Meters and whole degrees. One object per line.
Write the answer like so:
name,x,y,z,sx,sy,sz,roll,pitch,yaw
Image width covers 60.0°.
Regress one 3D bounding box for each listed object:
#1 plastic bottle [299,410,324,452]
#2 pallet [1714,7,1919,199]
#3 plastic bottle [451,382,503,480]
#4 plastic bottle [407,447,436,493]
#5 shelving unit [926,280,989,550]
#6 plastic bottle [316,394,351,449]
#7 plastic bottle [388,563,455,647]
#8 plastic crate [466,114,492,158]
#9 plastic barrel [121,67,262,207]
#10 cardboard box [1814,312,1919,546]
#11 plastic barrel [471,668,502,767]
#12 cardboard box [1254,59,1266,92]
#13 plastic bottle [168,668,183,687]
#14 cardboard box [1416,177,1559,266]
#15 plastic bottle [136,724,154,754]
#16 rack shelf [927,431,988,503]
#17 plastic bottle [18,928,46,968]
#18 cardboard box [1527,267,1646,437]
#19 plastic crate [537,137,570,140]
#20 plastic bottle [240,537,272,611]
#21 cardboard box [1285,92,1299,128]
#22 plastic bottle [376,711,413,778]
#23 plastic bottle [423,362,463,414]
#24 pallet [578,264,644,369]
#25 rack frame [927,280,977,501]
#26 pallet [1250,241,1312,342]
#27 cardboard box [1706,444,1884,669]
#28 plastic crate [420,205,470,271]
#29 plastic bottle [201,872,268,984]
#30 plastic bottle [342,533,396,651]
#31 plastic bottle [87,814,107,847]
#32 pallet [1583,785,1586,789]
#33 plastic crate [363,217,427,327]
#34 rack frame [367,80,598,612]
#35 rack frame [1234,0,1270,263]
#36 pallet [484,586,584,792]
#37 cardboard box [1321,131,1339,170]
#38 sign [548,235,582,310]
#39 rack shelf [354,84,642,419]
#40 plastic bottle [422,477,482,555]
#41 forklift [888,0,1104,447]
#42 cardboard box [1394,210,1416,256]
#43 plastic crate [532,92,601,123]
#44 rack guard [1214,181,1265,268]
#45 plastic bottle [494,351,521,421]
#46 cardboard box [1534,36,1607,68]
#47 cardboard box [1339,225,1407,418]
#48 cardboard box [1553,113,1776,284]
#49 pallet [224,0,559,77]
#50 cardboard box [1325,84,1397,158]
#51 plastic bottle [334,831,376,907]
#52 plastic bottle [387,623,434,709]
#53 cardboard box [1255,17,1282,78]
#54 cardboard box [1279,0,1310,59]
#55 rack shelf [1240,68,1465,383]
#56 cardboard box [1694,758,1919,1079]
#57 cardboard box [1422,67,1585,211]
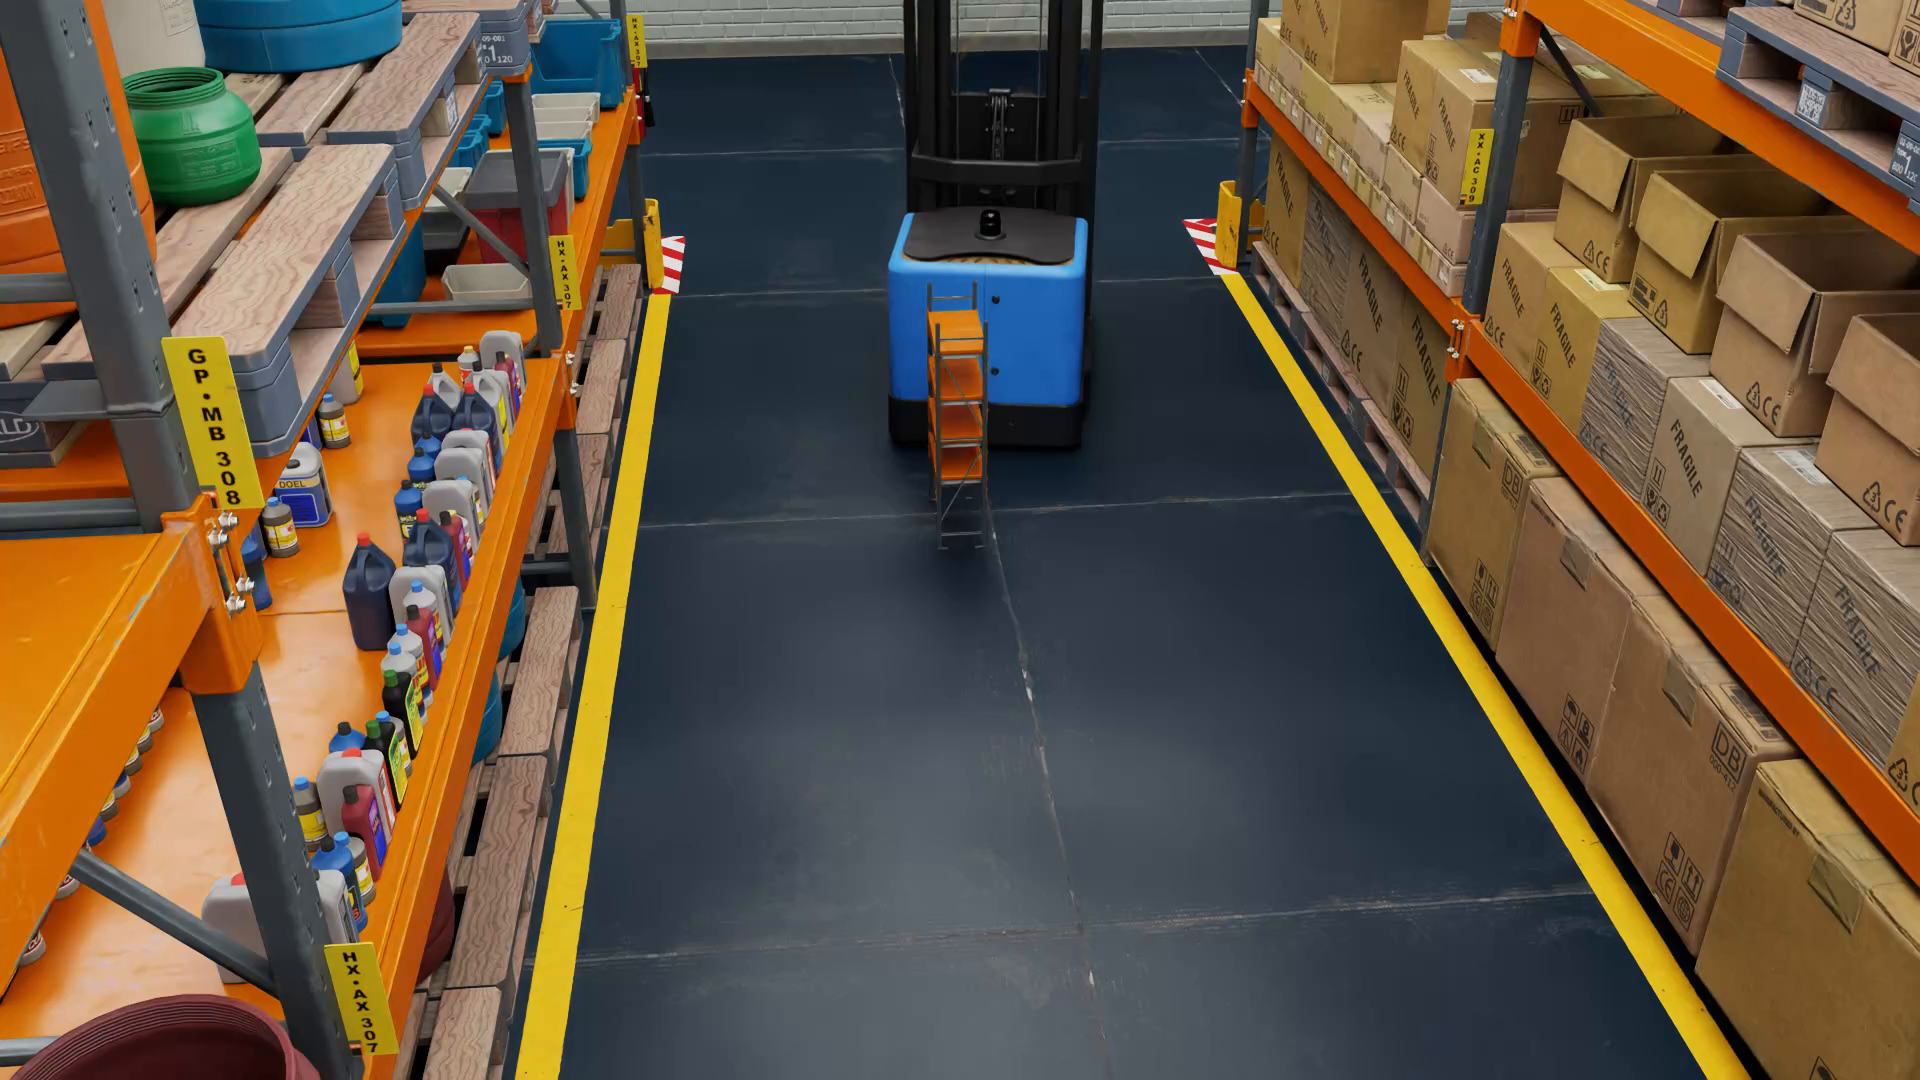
plastic bottle,-2.491,-0.470,6.233,0.152,0.276,0.135,-3,31,-5
pallet,2.896,-1.263,4.699,1.003,0.211,1.213,-1,31,-2
plastic bottle,-1.760,-0.396,6.035,0.144,0.351,0.185,-3,31,-5
plastic bottle,-1.859,-0.196,5.778,0.097,0.271,0.097,0,31,0
shelving unit,-0.015,-0.600,8.084,0.258,1.200,0.503,-3,31,-5
plastic bottle,-2.368,-0.453,6.278,0.097,0.201,0.097,0,31,0
plastic bottle,-1.663,0.186,5.134,0.152,0.276,0.135,-3,31,-5
plastic crate,-2.744,-2.147,9.024,0.416,0.233,0.300,-3,31,-5
plastic barrel,-1.685,-0.876,3.608,0.294,0.245,0.294,0,31,0
cardboard box,3.006,-0.340,4.819,0.797,0.503,0.637,-2,31,-3
plastic barrel,-2.089,0.396,6.299,0.600,0.901,0.708,-3,31,-5
cardboard box,2.073,-2.939,10.491,0.380,0.149,0.250,-2,31,-4
plastic bottle,-2.358,0.246,4.961,0.144,0.351,0.185,-3,31,-5
cardboard box,2.440,-1.478,7.656,0.500,0.250,0.500,-3,31,-6
plastic bottle,-2.347,0.501,4.680,0.097,0.201,0.097,0,31,0
rack shelf,-0.015,-0.371,8.220,0.258,0.148,0.480,-3,31,-5
plastic bottle,-2.270,0.917,3.983,0.097,0.201,0.097,0,31,0
cardboard box,2.584,-0.741,6.469,0.500,0.500,0.500,-3,31,-5
plastic crate,-2.197,-2.072,8.992,0.298,0.136,0.250,-3,31,-5
plastic bottle,-2.272,0.089,5.301,0.097,0.271,0.097,0,31,0
cardboard box,2.148,-2.545,9.830,0.380,0.149,0.250,-3,31,-5
plastic bottle,-1.573,0.562,4.578,0.097,0.201,0.097,0,31,0
plastic bottle,-1.921,-0.483,6.182,0.144,0.351,0.185,-3,31,-5
pallet,-2.524,-1.387,10.366,1.003,0.211,1.213,-3,31,-5
rack frame,-0.038,-0.724,8.292,0.240,1.200,0.015,-3,31,-5
pallet,2.521,-1.643,10.794,1.003,0.211,1.213,-3,31,-5
cardboard box,2.731,0.037,5.165,0.500,0.500,0.500,-4,31,-6
plastic crate,-2.561,-1.431,7.930,0.437,0.125,0.590,-3,31,-5
plastic bottle,-1.685,0.902,3.936,0.152,0.276,0.135,-3,31,-5
plastic bottle,-1.813,0.148,5.124,0.144,0.351,0.185,-3,31,-5
plastic bottle,-2.310,0.670,4.329,0.097,0.271,0.097,0,31,0
pallet,3.007,1.010,6.354,1.003,0.211,1.213,-3,31,-5
plastic crate,-2.572,-1.206,7.300,0.392,0.384,0.575,-3,31,-5
rack frame,-2.189,-0.965,6.940,1.000,3.000,0.127,-3,31,-5
rack frame,2.369,-3.244,10.756,1.000,3.000,0.127,-3,31,-5
pallet,-2.158,0.628,6.992,1.003,0.211,1.213,-3,31,-5
cardboard box,2.218,-2.154,9.176,0.380,0.149,0.250,-4,31,-6
sign,-1.641,-1.109,6.911,0.100,0.325,0.005,-3,31,-5
rack shelf,-2.376,-1.677,8.834,1.077,0.370,4.000,-3,31,-5
plastic bottle,-1.715,-0.095,5.604,0.152,0.276,0.135,-3,31,-5
forklift,0.258,-2.491,9.563,1.130,2.935,3.031,3,31,4
cardboard box,2.340,-1.497,8.075,0.380,0.149,0.250,-3,31,-5
plastic crate,-2.306,-2.512,9.729,0.396,0.136,0.243,-3,31,-5
rack guard,2.366,-2.183,11.418,1.175,0.500,0.348,-3,31,-5
plastic bottle,-1.763,-0.613,6.465,0.061,0.283,0.133,-3,31,-5
cardboard box,2.914,-2.096,7.959,0.500,0.500,0.500,-3,31,-5
cardboard box,2.676,-1.270,9.114,0.875,0.875,0.875,-3,31,-5
cardboard box,2.810,-1.350,6.509,0.797,0.503,0.637,-4,31,-6
pallet,-2.018,-1.776,5.557,1.213,0.211,1.003,-3,31,-5
cardboard box,2.297,-2.262,8.967,0.500,0.250,0.500,-3,31,-6
plastic bottle,-1.527,0.816,4.152,0.097,0.201,0.097,0,31,0
plastic bottle,-1.604,0.364,4.841,0.097,0.271,0.097,0,31,0
cardboard box,2.145,-3.050,10.286,0.500,0.250,0.500,-4,31,-6
cardboard box,2.191,-3.116,9.667,0.500,0.500,0.500,-3,31,-6
rack shelf,2.555,-1.914,9.231,1.077,0.370,4.000,-3,31,-5
cardboard box,3.072,1.219,4.947,1.225,0.875,0.875,-4,31,-7
cardboard box,2.433,-1.809,7.479,0.500,0.500,0.500,-2,31,-3
